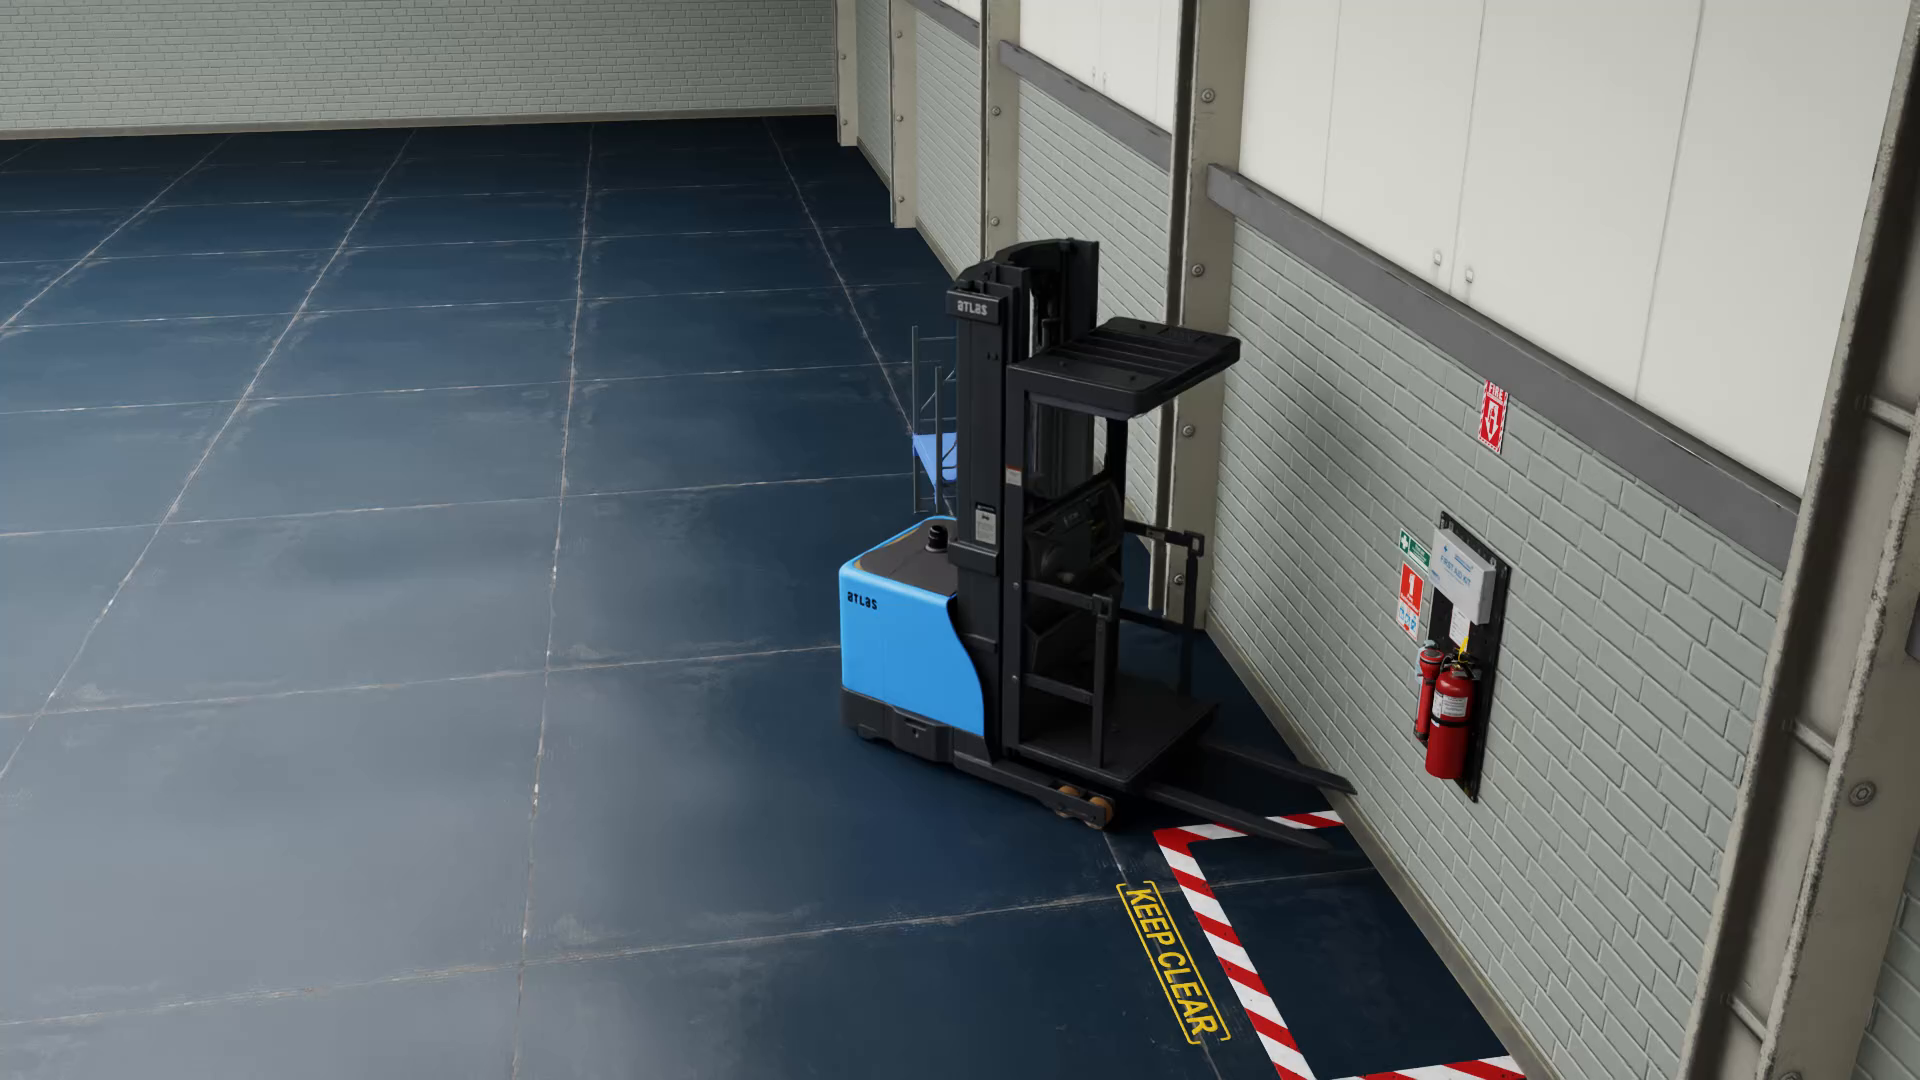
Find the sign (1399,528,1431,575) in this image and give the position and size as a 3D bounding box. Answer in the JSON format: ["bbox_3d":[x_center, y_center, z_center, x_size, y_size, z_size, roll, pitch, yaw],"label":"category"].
[{"bbox_3d":[2.163,0.054,7.915,0.001,0.109,0.331,-4,24,-10],"label":"sign"}]

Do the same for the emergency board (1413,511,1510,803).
[{"bbox_3d":[2.172,0.536,7.518,0.194,1.169,0.643,-4,24,-10],"label":"emergency board"}]

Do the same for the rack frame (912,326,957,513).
[{"bbox_3d":[-0.110,-0.921,12.727,0.500,1.500,0.032,-4,24,-10],"label":"rack frame"}]

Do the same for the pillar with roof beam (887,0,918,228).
[{"bbox_3d":[-4.968,-8.000,19.567,9.100,9.000,0.400,-4,24,-10],"label":"pillar with roof beam"}]

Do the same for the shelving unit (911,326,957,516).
[{"bbox_3d":[-0.016,-0.721,12.269,0.538,1.500,1.048,-4,24,-10],"label":"shelving unit"}]

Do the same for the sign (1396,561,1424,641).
[{"bbox_3d":[2.171,0.294,8.026,0.001,0.329,0.234,-4,24,-10],"label":"sign"}]

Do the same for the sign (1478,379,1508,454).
[{"bbox_3d":[2.268,-0.537,7.078,0.001,0.298,0.199,-4,24,-10],"label":"sign"}]

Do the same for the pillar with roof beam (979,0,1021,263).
[{"bbox_3d":[-3.858,-5.640,14.163,9.100,9.000,0.400,-4,24,-10],"label":"pillar with roof beam"}]

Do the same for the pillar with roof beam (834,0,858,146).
[{"bbox_3d":[-6.077,-10.360,24.970,9.100,9.000,0.400,-4,24,-10],"label":"pillar with roof beam"}]

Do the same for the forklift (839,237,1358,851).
[{"bbox_3d":[0.792,-0.033,8.906,3.031,2.935,1.130,16,28,32],"label":"forklift"}]

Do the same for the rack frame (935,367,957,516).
[{"bbox_3d":[0.078,-0.521,11.811,0.500,1.500,0.032,-4,24,-10],"label":"rack frame"}]

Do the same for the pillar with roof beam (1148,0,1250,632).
[{"bbox_3d":[-2.749,-3.280,8.759,9.100,9.000,0.400,-4,24,-10],"label":"pillar with roof beam"}]

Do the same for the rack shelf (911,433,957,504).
[{"bbox_3d":[-0.016,-0.556,12.341,0.538,0.185,1.000,-4,24,-10],"label":"rack shelf"}]
